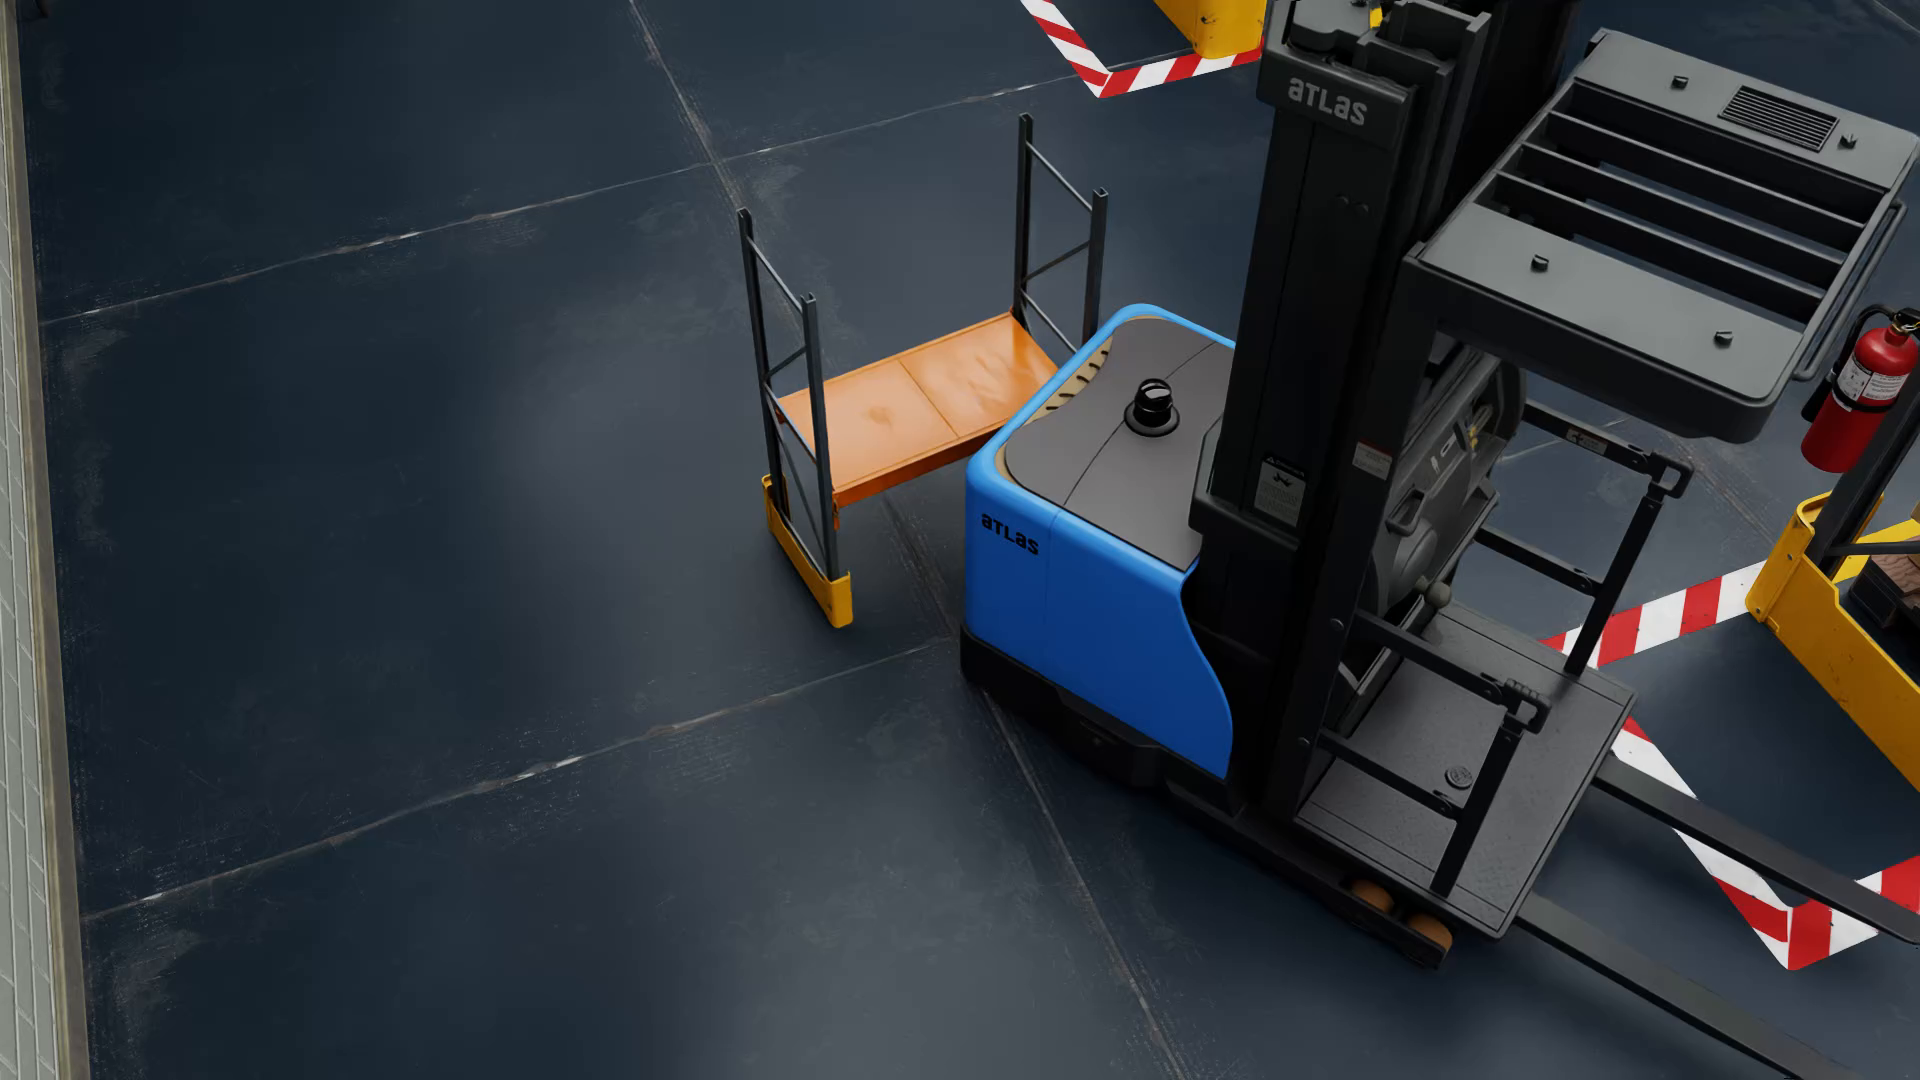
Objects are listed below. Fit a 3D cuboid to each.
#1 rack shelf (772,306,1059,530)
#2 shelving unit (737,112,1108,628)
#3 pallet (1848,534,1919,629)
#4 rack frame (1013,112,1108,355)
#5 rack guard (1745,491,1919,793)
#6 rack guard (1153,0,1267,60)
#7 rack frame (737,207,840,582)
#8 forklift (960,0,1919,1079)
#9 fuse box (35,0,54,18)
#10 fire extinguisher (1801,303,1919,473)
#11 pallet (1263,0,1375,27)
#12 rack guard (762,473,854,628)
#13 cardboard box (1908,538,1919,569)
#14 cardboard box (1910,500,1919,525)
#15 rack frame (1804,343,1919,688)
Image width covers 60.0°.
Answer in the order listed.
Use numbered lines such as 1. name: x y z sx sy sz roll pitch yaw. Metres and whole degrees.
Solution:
1. rack shelf: -0.114 -0.447 5.882 1.000 0.185 0.538 -23 53 -19
2. shelving unit: -0.121 -0.561 5.743 1.083 1.500 0.587 -23 53 -19
3. pallet: 3.981 0.296 5.857 1.213 0.211 1.003 -17 52 -14
4. rack frame: 0.330 -0.753 5.908 0.032 1.500 0.500 -23 53 -19
5. rack guard: 3.216 0.410 5.568 0.348 0.500 1.175 -17 52 -14
6. rack guard: 1.158 -3.009 8.505 0.348 0.500 1.175 -17 52 -14
7. rack frame: -0.557 -0.375 5.584 0.032 1.500 0.500 -23 53 -19
8. forklift: 1.491 -0.113 4.415 3.031 2.935 1.130 29 55 23
9. fuse box: -4.691 -3.294 7.951 0.414 1.711 0.539 -17 52 -14
10. fire extinguisher: 2.737 -0.488 4.989 0.183 0.674 0.296 -17 52 -14
11. pallet: 1.891 -3.206 8.864 1.213 0.211 1.003 -17 52 -14
12. rack guard: -0.556 0.031 6.058 0.087 0.250 0.587 -23 53 -19
13. cardboard box: 3.554 0.112 5.779 0.250 0.149 0.380 -16 51 -14
14. cardboard box: 3.526 -0.039 5.713 0.250 0.149 0.380 -18 52 -15
15. rack frame: 3.145 -0.383 4.601 0.127 3.000 1.000 -17 52 -14
